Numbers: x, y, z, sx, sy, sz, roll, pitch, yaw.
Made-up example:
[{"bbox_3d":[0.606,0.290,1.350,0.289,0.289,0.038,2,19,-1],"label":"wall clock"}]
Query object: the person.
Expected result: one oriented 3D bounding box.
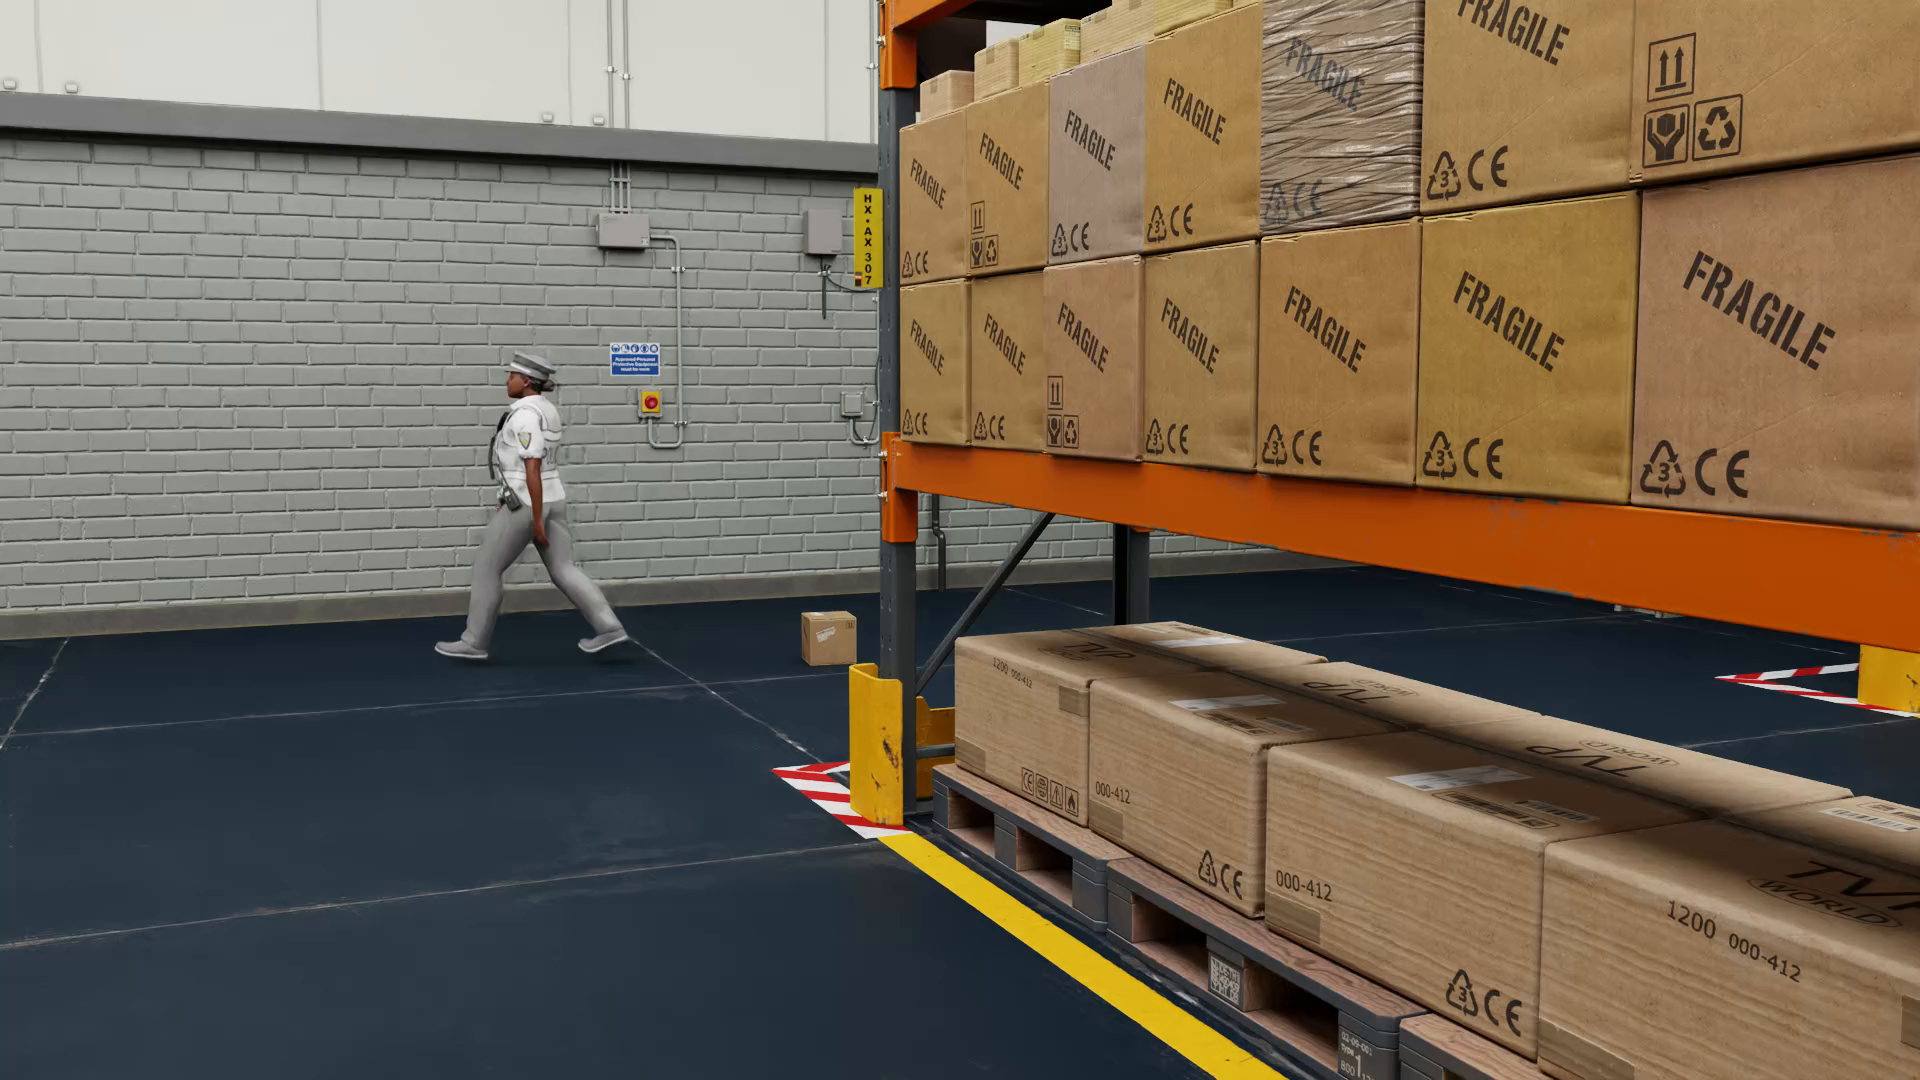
[{"bbox_3d":[-2.266,-0.187,8.753,1.025,1.635,0.447,1,6,11],"label":"person"}]
